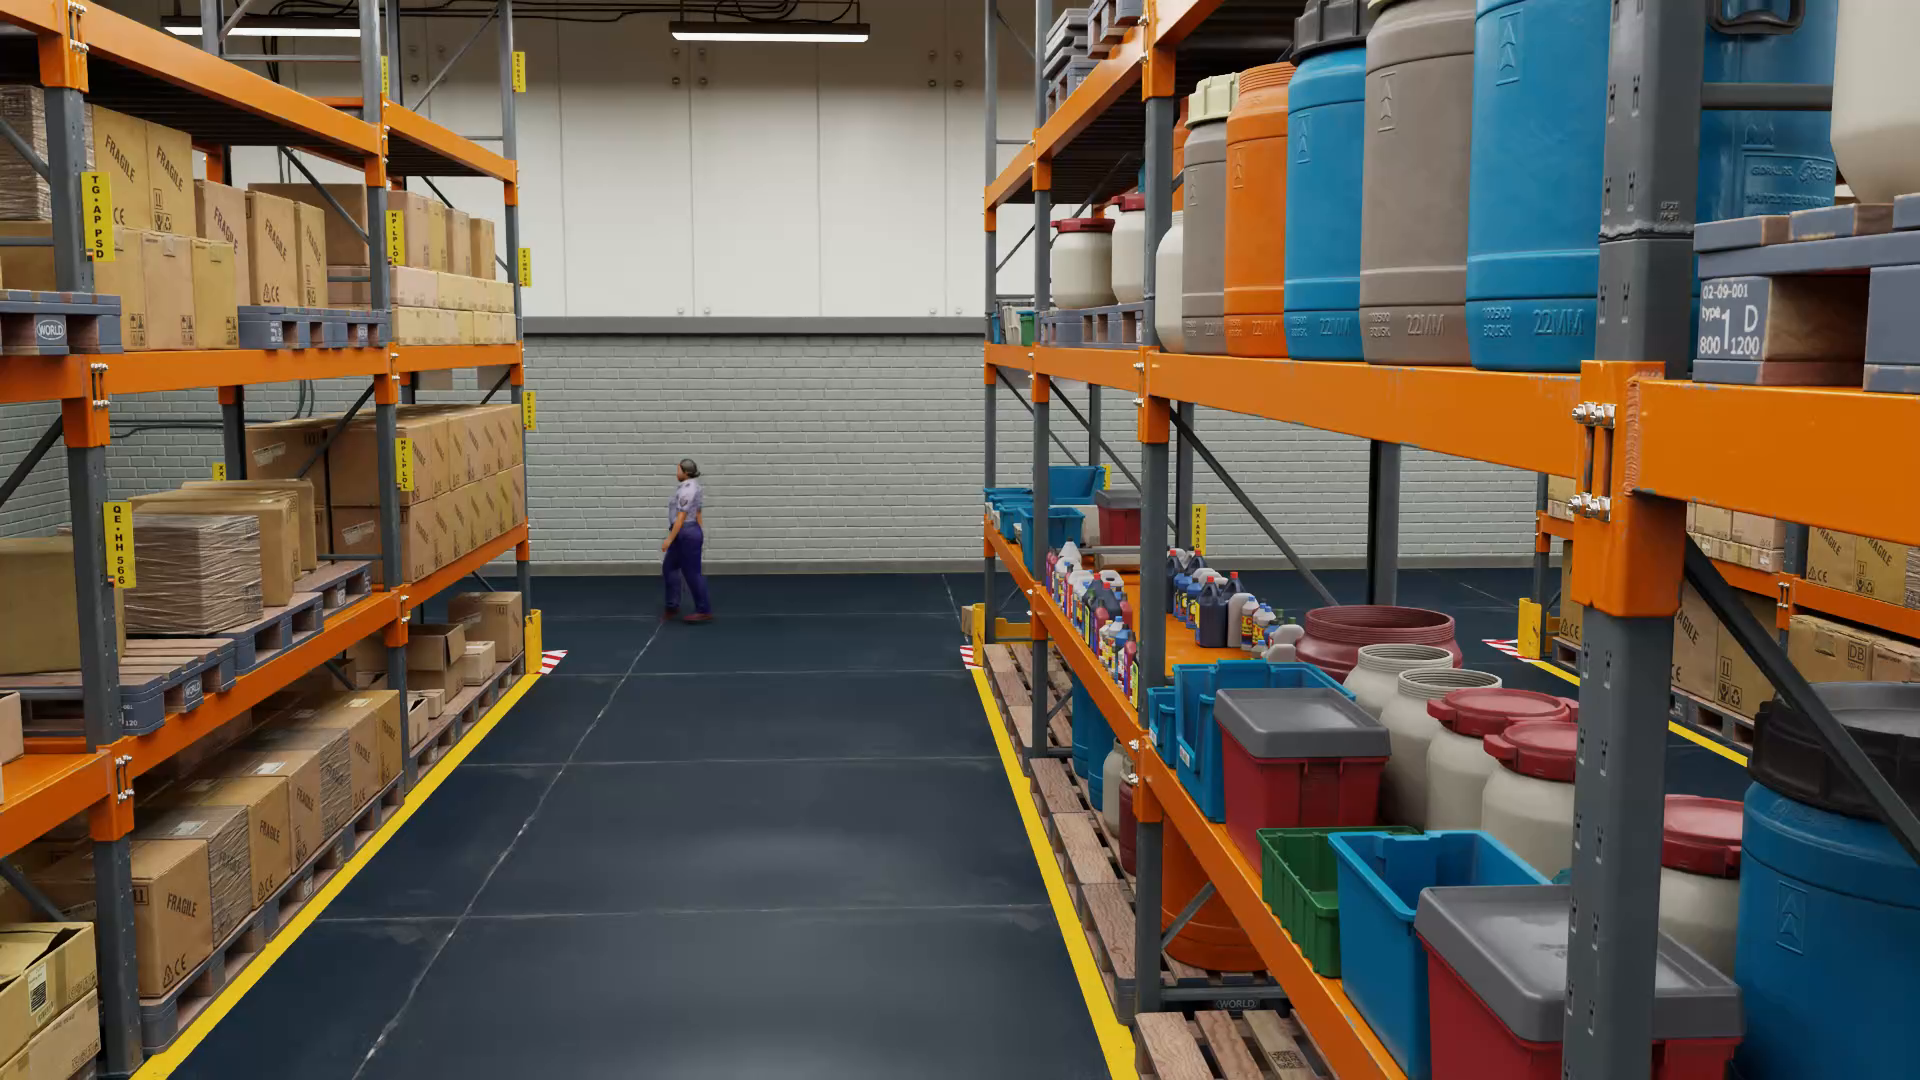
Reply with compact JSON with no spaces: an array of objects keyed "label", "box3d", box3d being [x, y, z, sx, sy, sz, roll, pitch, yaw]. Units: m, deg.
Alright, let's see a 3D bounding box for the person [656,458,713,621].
[{"label":"person","box3d":[-2.791,0.032,16.664,0.591,1.704,0.484,0,7,-3]}]
